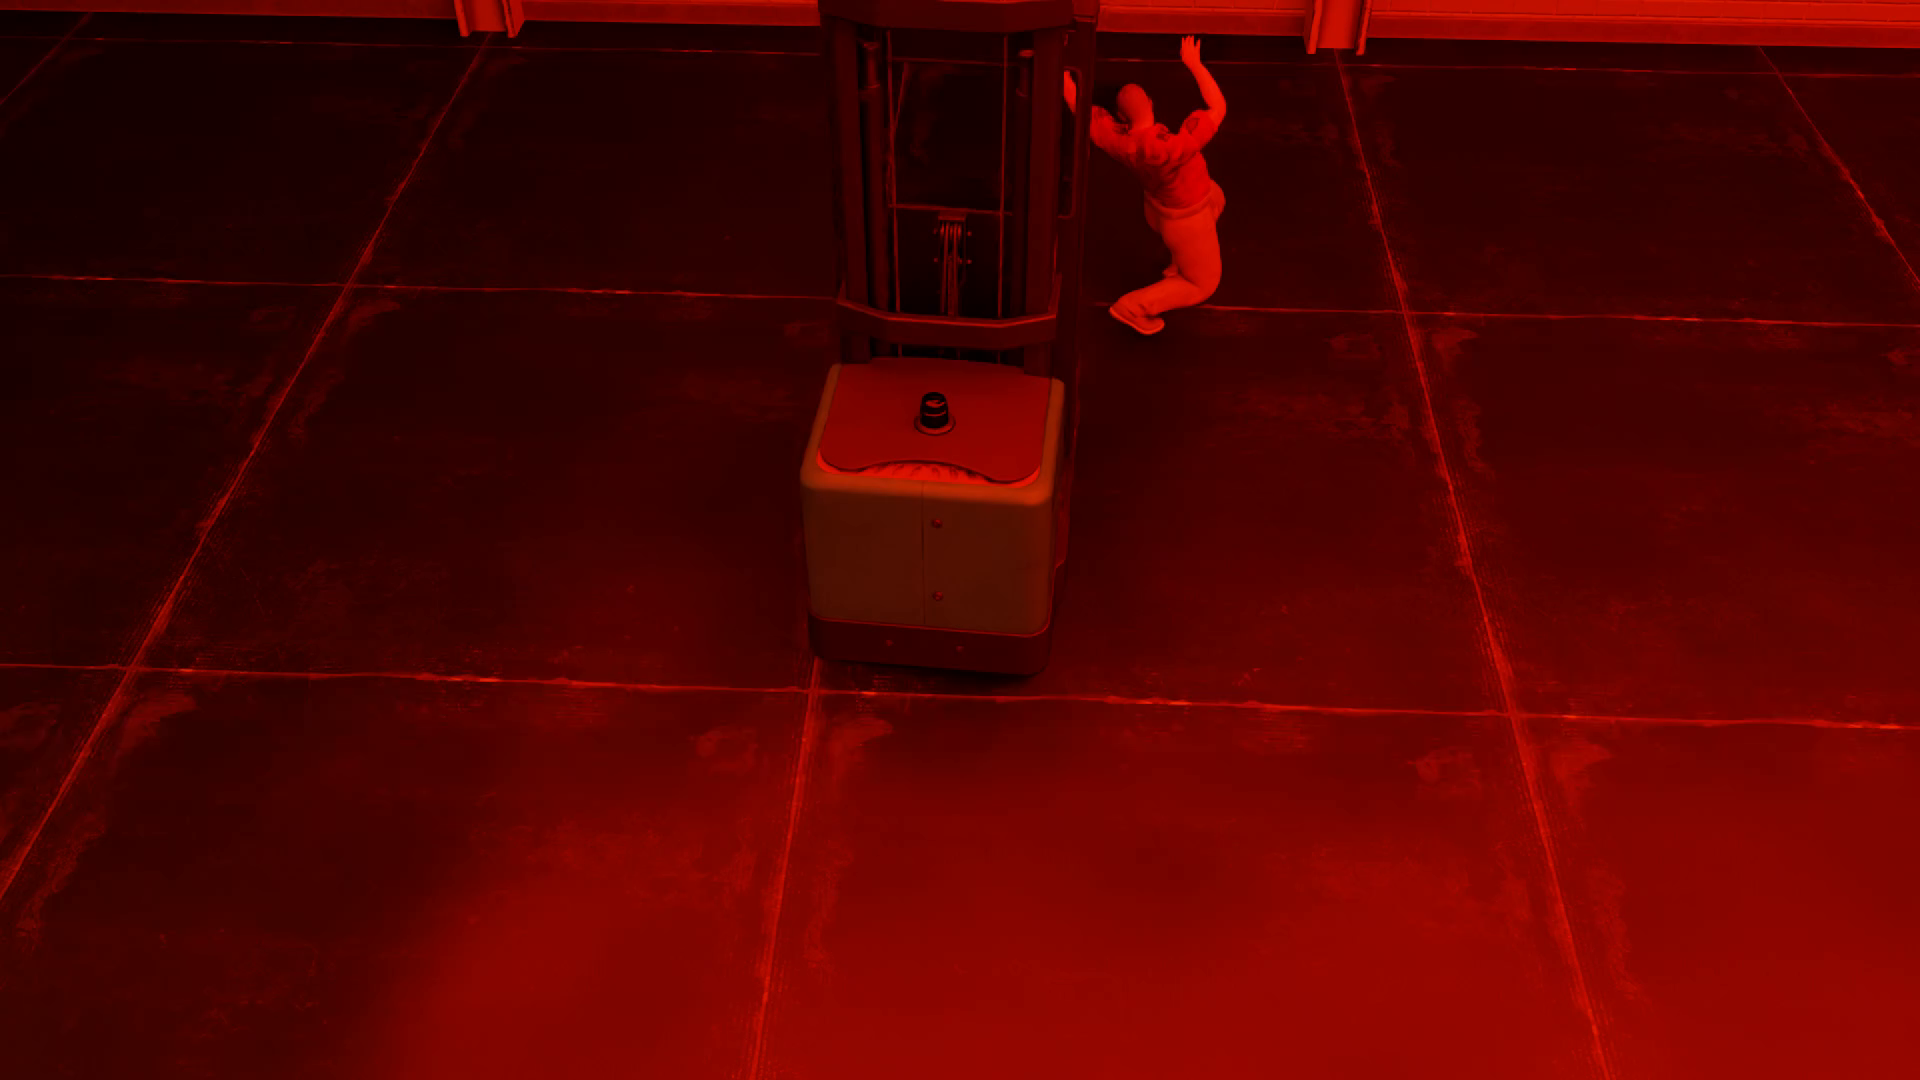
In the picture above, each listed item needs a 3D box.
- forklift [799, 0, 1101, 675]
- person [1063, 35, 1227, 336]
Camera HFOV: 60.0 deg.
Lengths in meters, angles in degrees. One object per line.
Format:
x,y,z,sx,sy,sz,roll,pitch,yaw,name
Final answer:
0.022,-1.493,7.377,1.130,2.935,3.031,4,43,5,forklift
1.024,-1.978,8.883,0.844,1.636,1.119,-20,46,-21,person
